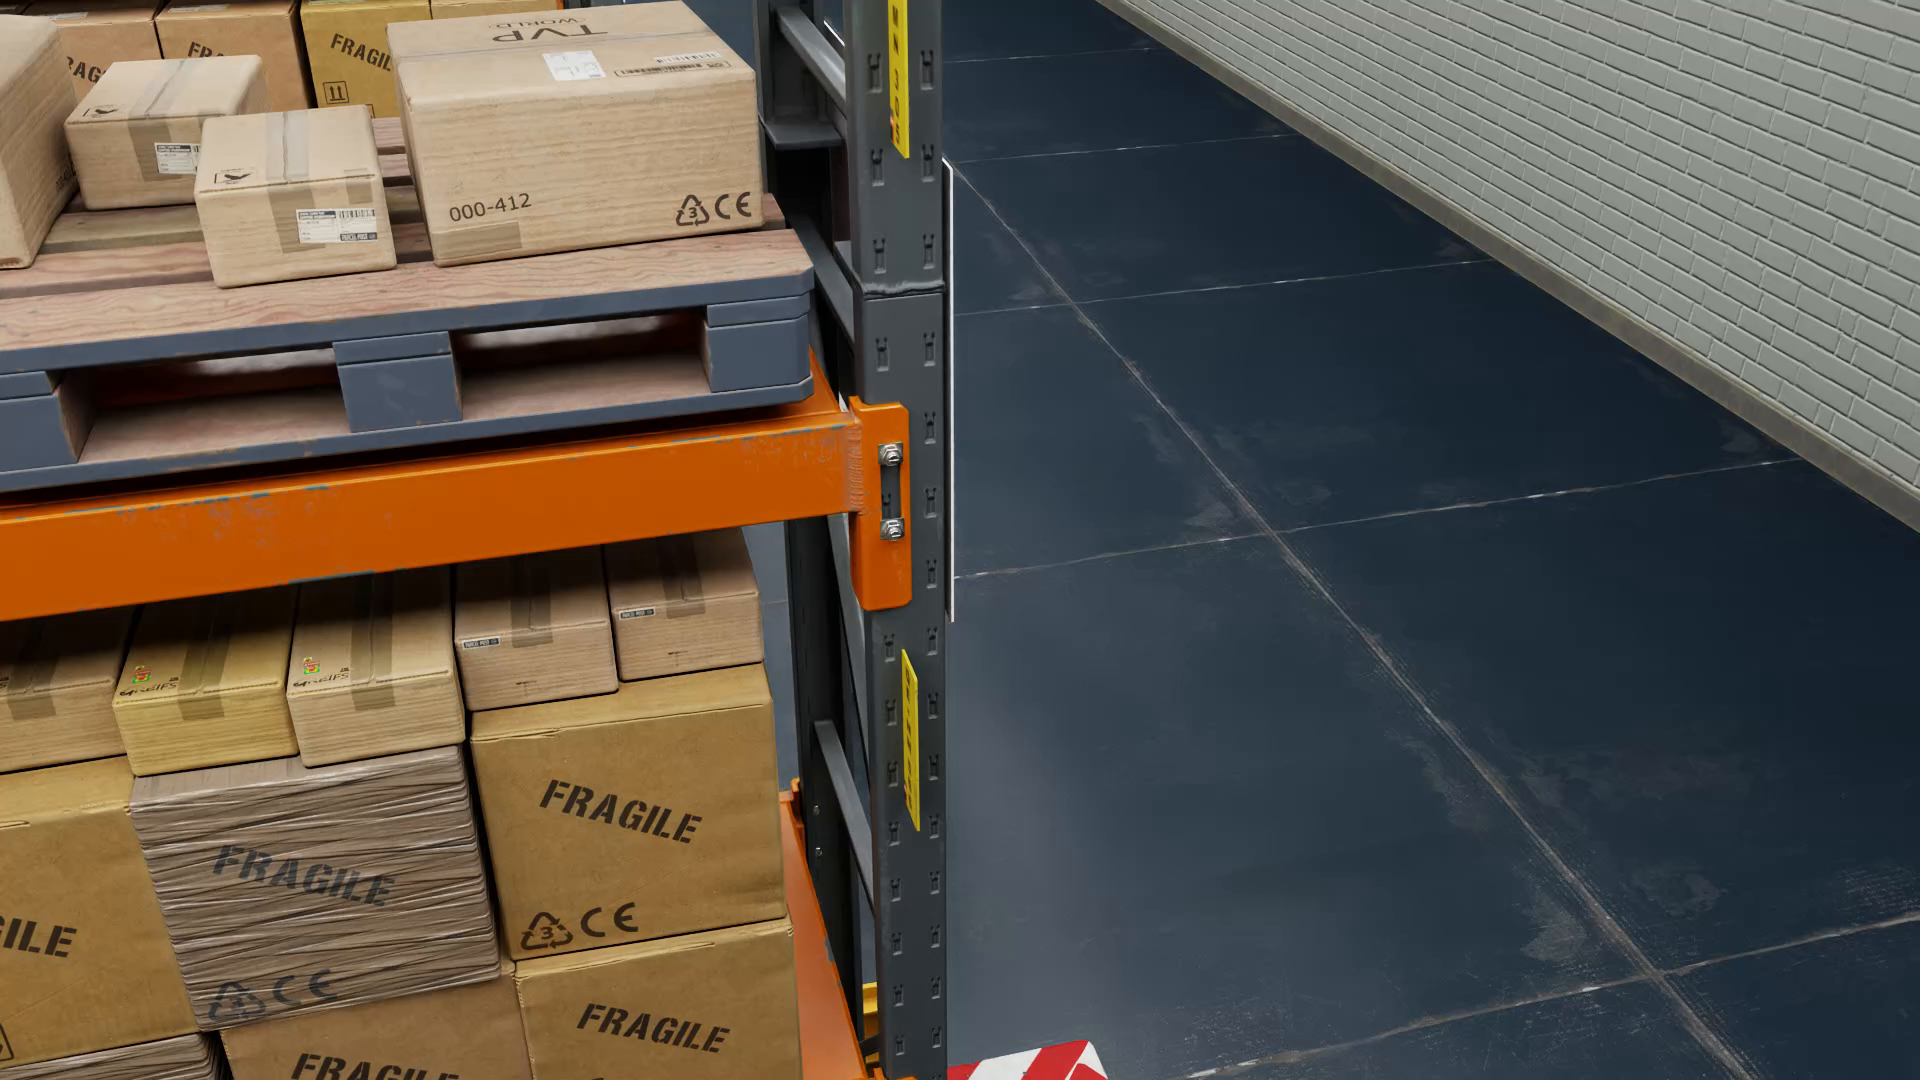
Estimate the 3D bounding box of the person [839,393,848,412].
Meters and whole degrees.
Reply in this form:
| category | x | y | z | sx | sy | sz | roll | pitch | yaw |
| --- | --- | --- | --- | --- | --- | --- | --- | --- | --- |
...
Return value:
| category | x | y | z | sx | sy | sz | roll | pitch | yaw |
| --- | --- | --- | --- | --- | --- | --- | --- | --- | --- |
| person | -0.421 | -0.650 | 7.167 | 0.573 | 1.768 | 0.462 | -3 | 30 | -4 |
